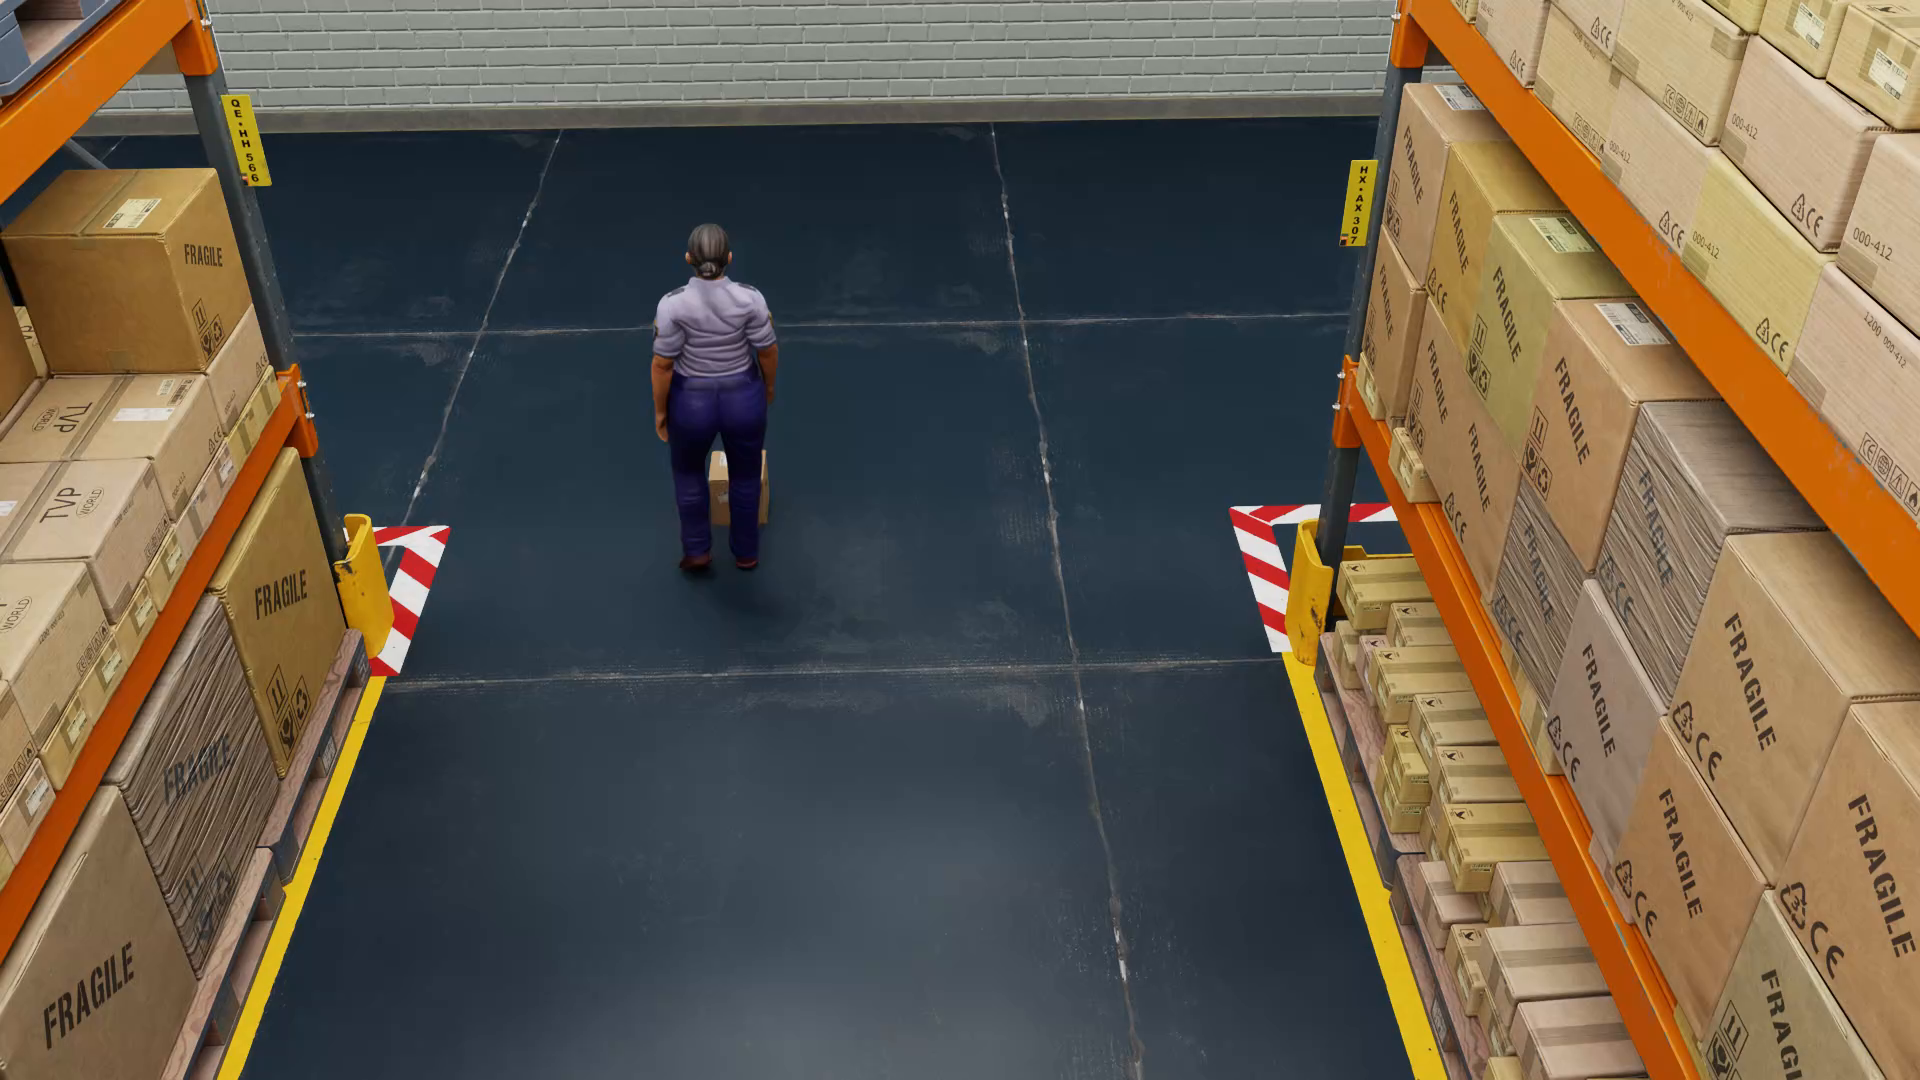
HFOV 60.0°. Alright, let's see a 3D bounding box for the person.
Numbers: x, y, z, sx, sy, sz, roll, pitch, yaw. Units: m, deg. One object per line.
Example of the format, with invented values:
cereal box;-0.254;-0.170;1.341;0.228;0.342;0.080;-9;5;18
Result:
person;-1.012;-0.534;6.974;0.529;1.722;0.425;-7;36;-9
